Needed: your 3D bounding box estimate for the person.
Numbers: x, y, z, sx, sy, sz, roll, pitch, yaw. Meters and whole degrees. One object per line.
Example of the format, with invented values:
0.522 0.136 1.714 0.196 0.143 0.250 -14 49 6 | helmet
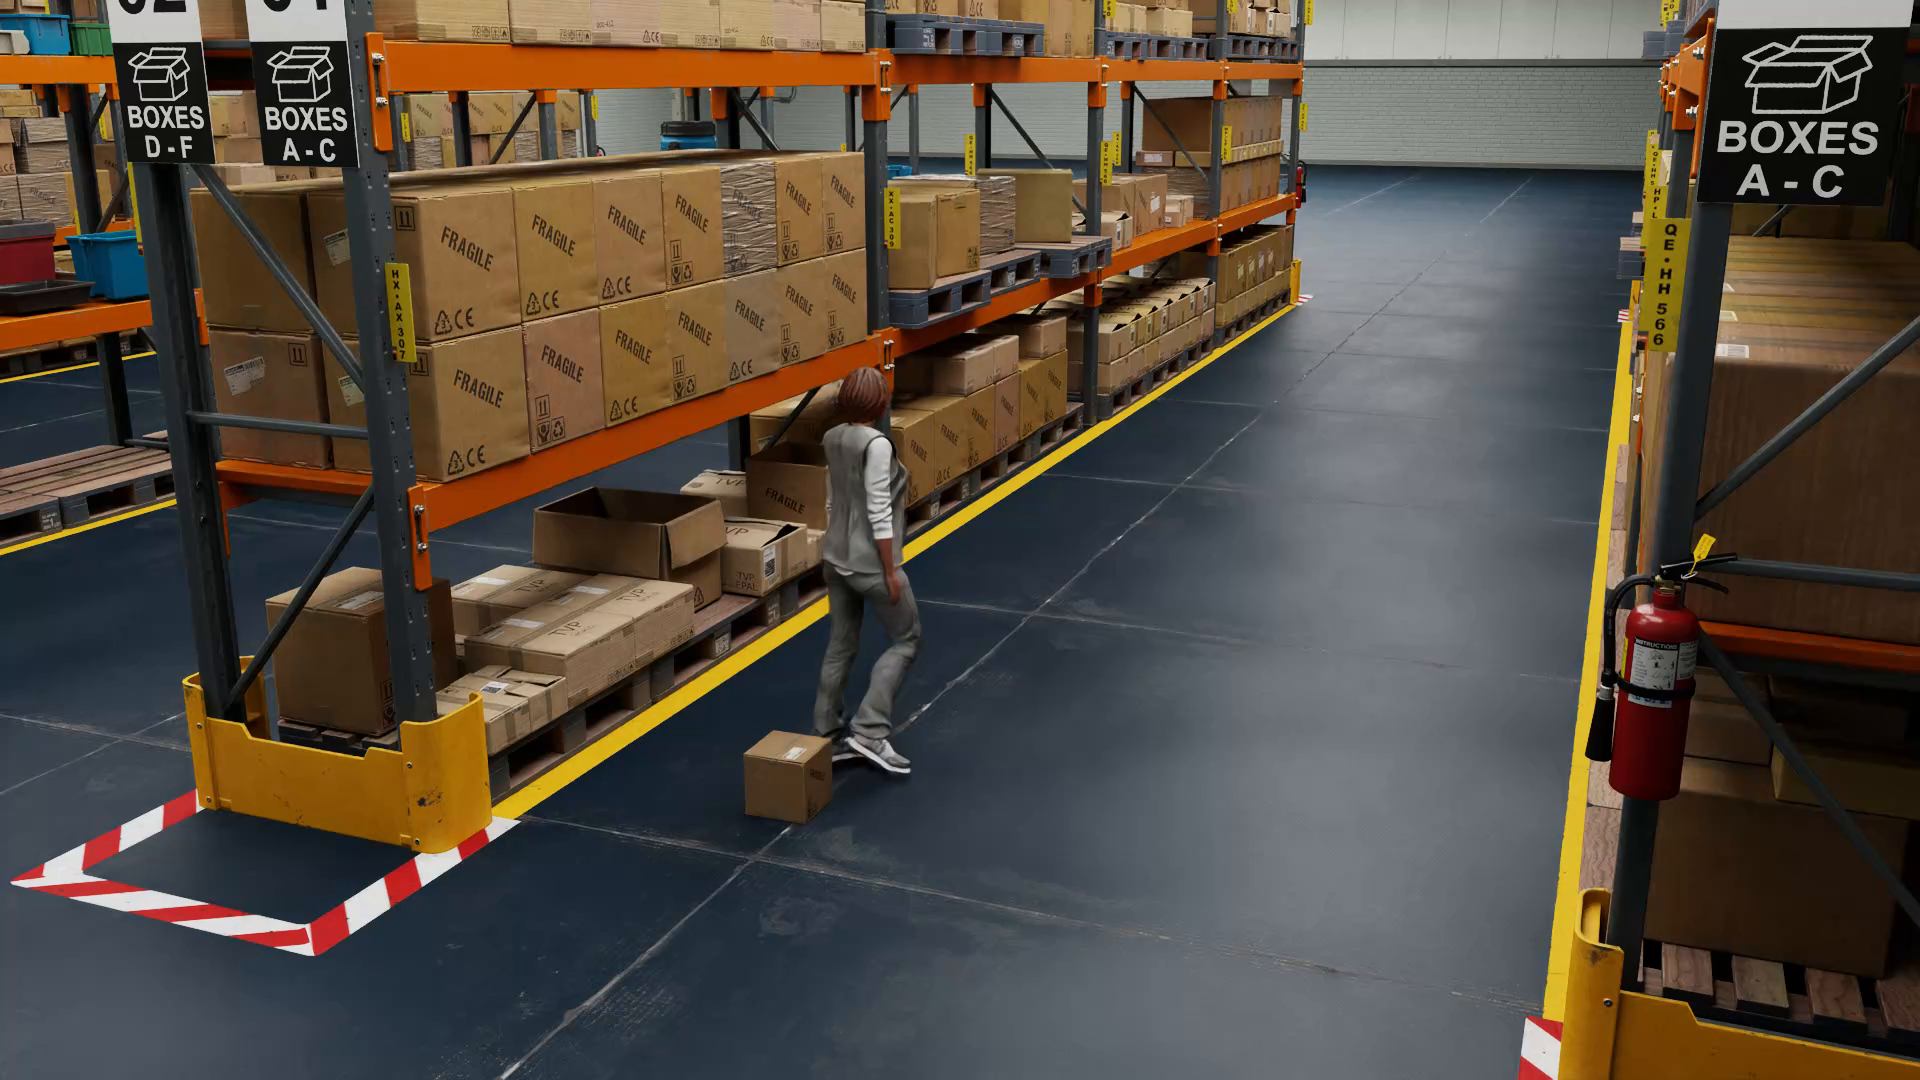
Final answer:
-0.396 0.120 6.542 0.440 1.582 0.522 -13 20 -38 | person
